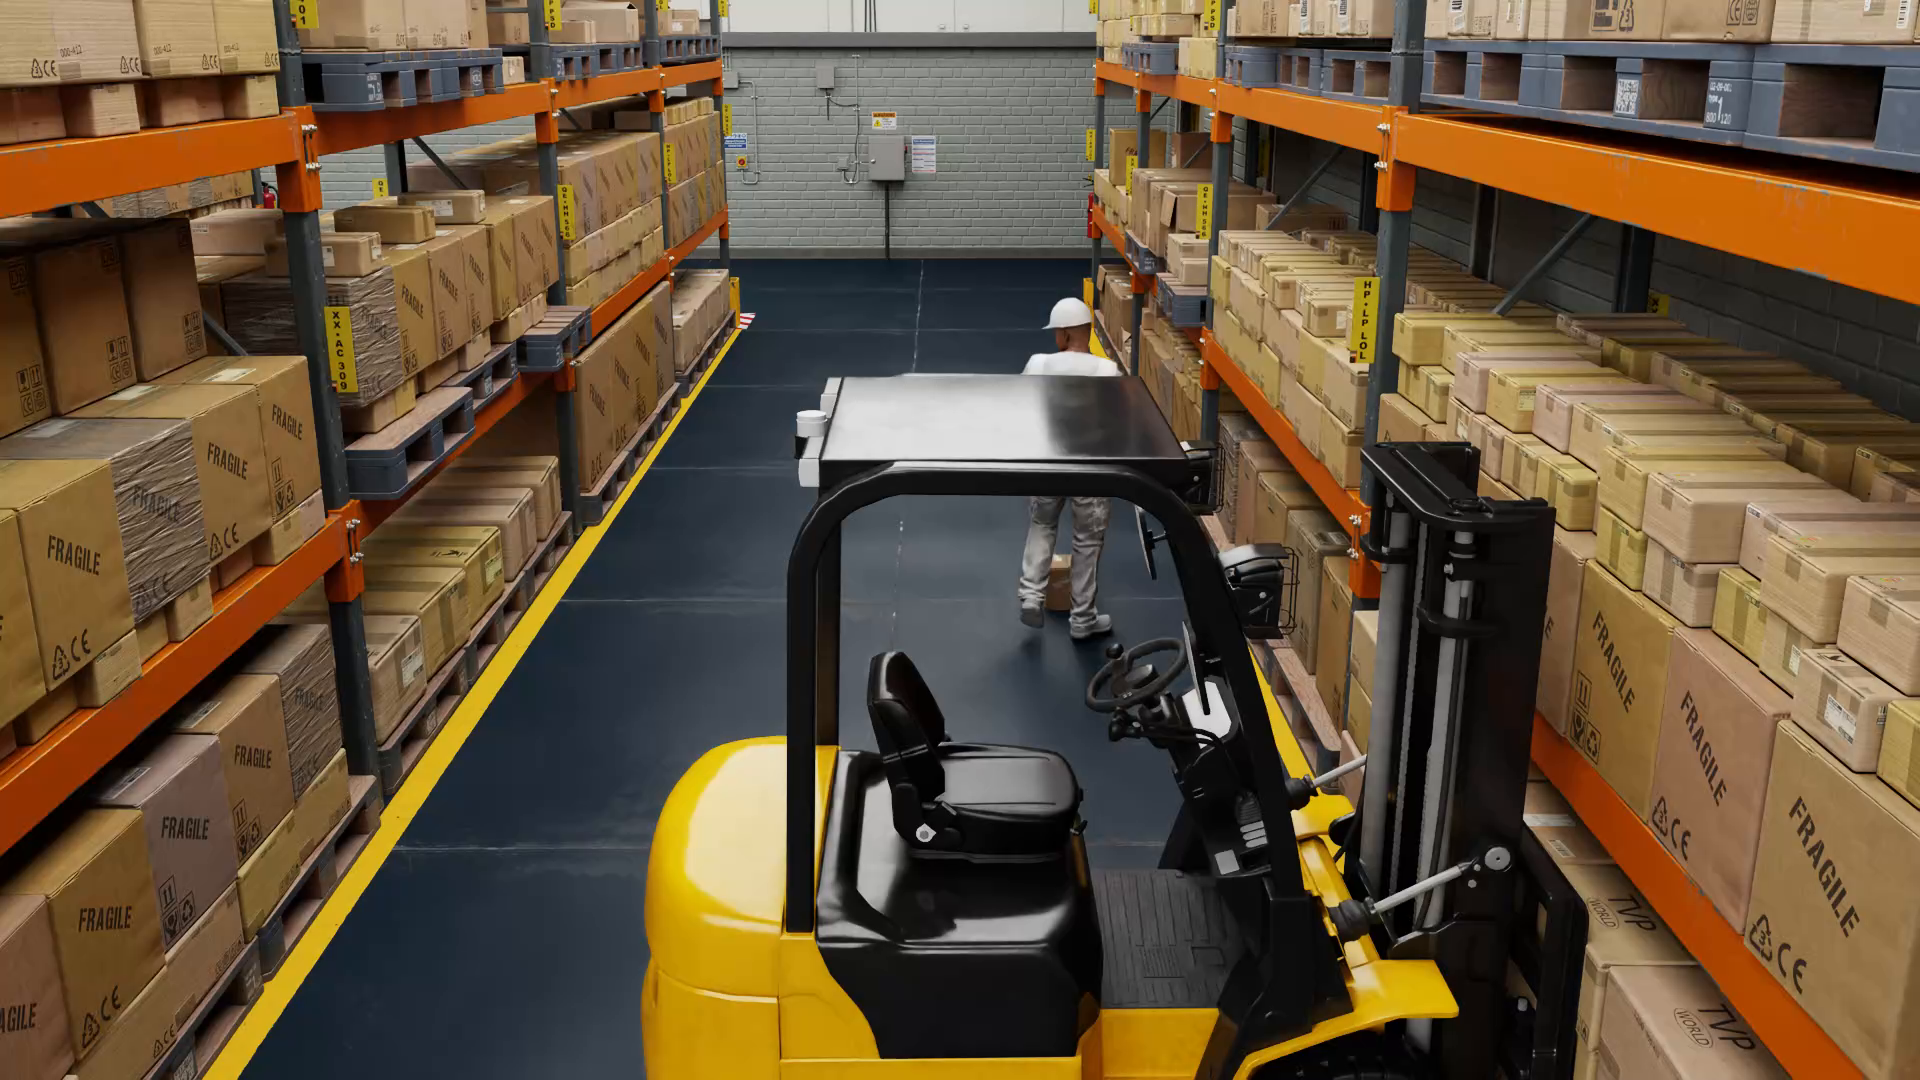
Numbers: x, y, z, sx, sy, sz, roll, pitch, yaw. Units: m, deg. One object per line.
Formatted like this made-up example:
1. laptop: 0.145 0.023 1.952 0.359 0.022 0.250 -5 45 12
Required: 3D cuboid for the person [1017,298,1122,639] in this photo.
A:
1. person: 0.590 -0.359 8.606 0.621 1.780 0.481 7 18 21
